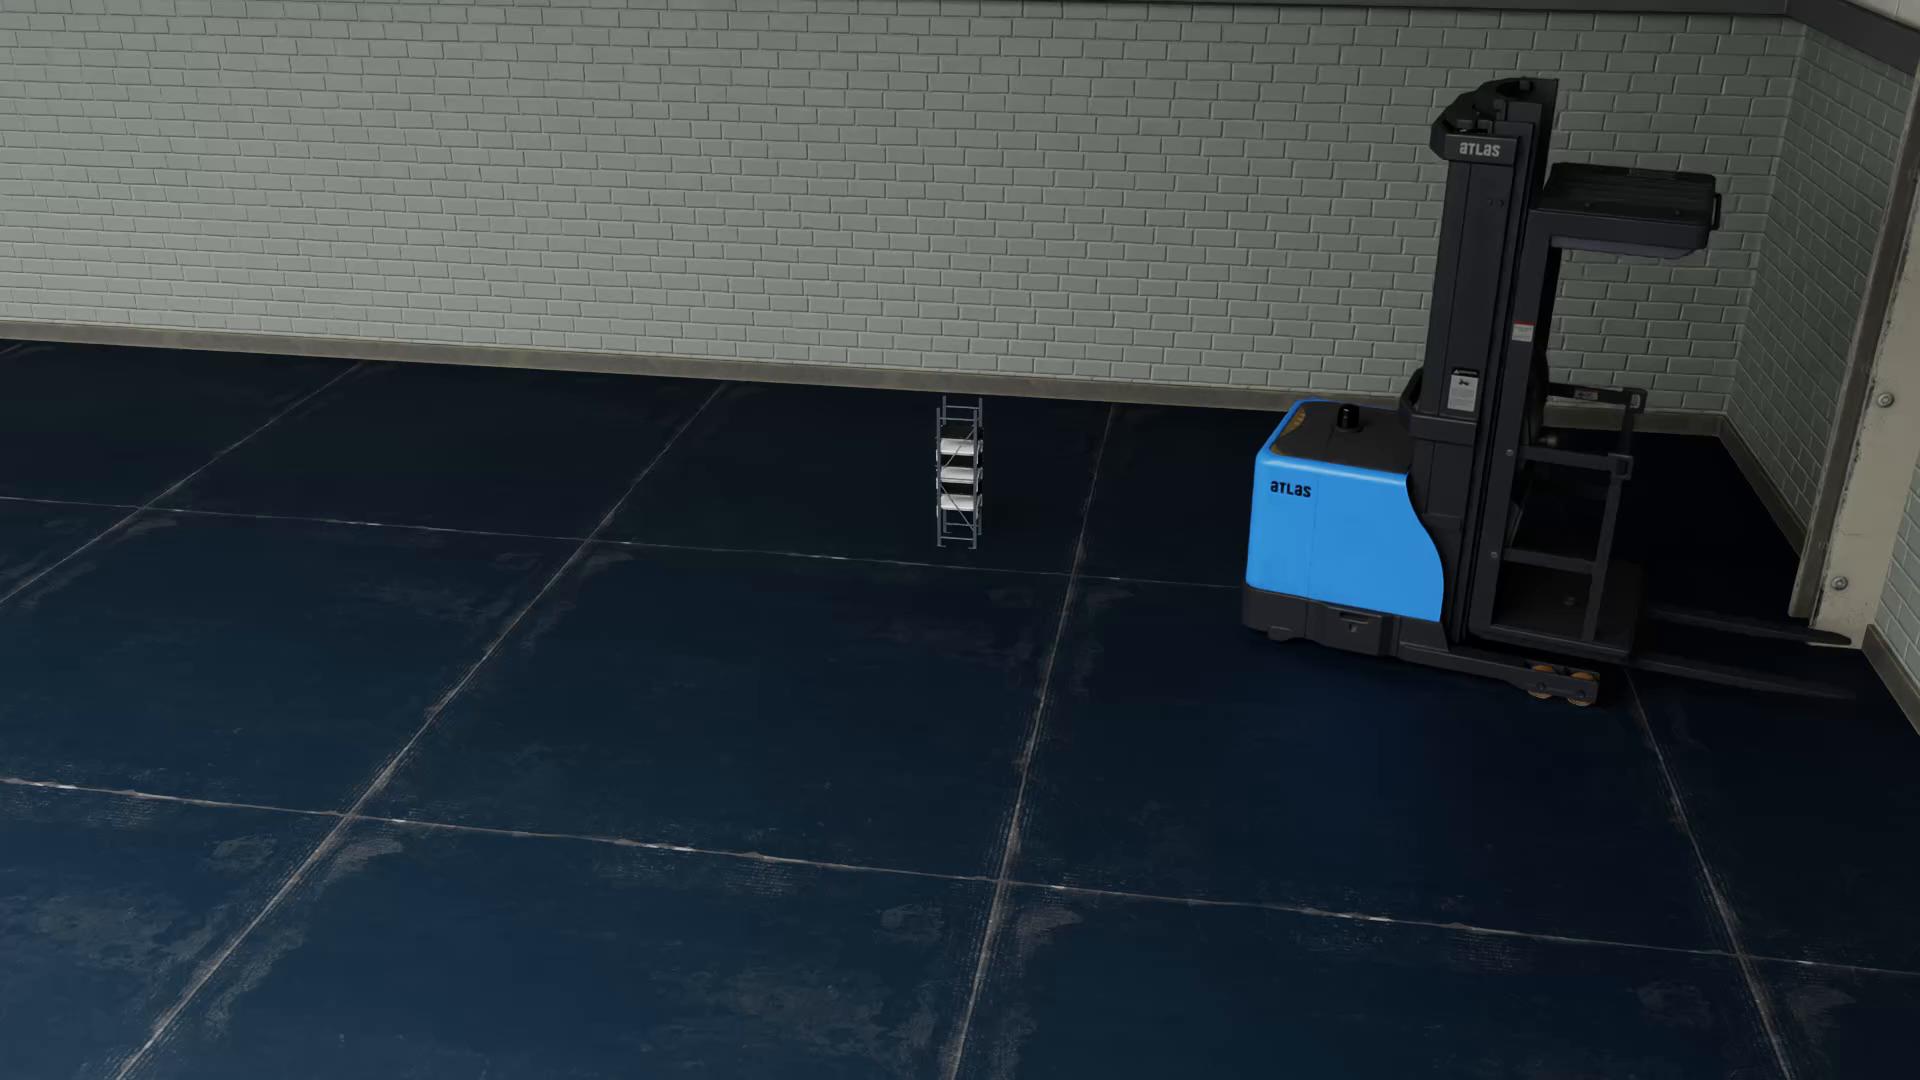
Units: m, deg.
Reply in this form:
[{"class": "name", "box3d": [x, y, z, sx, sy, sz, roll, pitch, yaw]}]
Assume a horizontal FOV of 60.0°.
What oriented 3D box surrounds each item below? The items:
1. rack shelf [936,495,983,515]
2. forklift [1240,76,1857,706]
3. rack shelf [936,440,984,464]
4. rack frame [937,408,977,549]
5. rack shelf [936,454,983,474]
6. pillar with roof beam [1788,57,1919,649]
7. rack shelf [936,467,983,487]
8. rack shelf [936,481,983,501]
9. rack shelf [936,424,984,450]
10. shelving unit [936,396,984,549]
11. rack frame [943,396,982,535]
[{"class": "rack shelf", "box3d": [-0.001, -0.211, 10.142, 0.258, 0.077, 0.200, 4, 25, 9]}, {"class": "forklift", "box3d": [3.102, -0.741, 8.375, 3.031, 2.935, 1.130, 11, 27, 21]}, {"class": "rack shelf", "box3d": [-0.001, -0.537, 9.990, 0.258, 0.077, 0.200, 4, 25, 9]}, {"class": "rack frame", "box3d": [-0.018, -0.362, 9.961, 0.240, 0.900, 0.006, 4, 25, 9]}, {"class": "rack shelf", "box3d": [-0.001, -0.455, 10.028, 0.258, 0.077, 0.200, 4, 25, 9]}, {"class": "pillar with roof beam", "box3d": [0.542, -3.876, 7.915, 9.100, 9.000, 0.400, 4, 25, 9]}, {"class": "rack shelf", "box3d": [-0.001, -0.374, 10.066, 0.258, 0.077, 0.200, 4, 25, 9]}, {"class": "rack shelf", "box3d": [-0.001, -0.292, 10.104, 0.258, 0.077, 0.200, 4, 25, 9]}, {"class": "rack shelf", "box3d": [-0.001, -0.619, 9.952, 0.258, 0.077, 0.200, 4, 25, 9]}, {"class": "shelving unit", "box3d": [-0.001, -0.404, 10.052, 0.258, 0.900, 0.210, 4, 25, 9]}, {"class": "rack frame", "box3d": [0.015, -0.447, 10.143, 0.240, 0.900, 0.006, 4, 25, 9]}]
